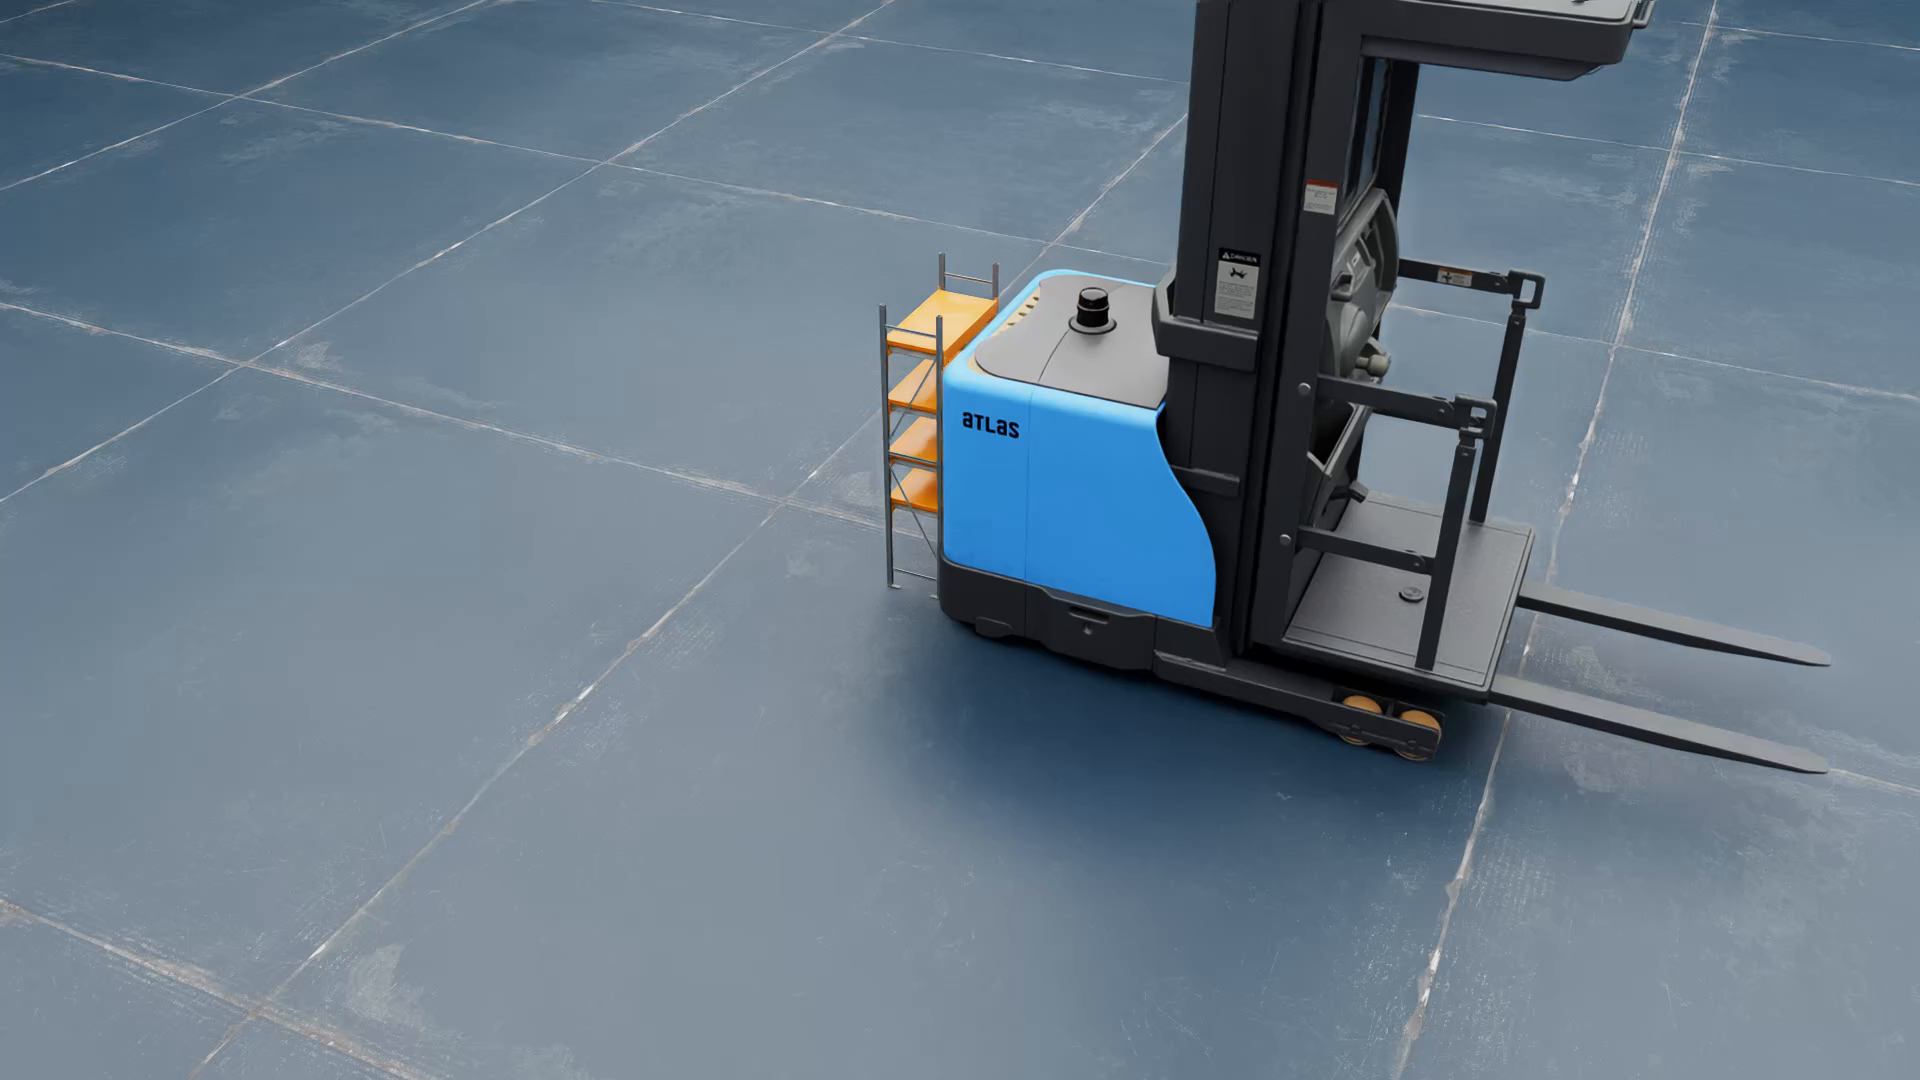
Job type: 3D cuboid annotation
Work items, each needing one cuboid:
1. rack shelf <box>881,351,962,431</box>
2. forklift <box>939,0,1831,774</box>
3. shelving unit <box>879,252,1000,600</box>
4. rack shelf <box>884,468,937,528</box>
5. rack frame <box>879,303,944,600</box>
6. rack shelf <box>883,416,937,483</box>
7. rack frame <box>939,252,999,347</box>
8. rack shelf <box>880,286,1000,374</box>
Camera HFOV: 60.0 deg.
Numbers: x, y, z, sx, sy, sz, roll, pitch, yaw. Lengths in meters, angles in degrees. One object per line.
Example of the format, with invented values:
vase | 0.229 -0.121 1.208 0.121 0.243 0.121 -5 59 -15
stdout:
rack shelf | -0.069 -0.550 6.209 0.258 0.148 0.480 14 36 20
forklift | 1.486 -0.815 5.319 3.031 2.935 1.130 14 36 20
shelving unit | -0.069 -0.419 6.295 0.258 1.200 0.503 14 36 20
rack shelf | -0.069 -0.197 6.441 0.258 0.148 0.480 14 36 20
rack frame | -0.171 -0.298 6.110 0.240 1.200 0.015 14 36 20
rack shelf | -0.069 -0.363 6.332 0.258 0.148 0.480 14 36 20
rack frame | 0.033 -0.541 6.481 0.240 1.200 0.015 14 36 20
rack shelf | -0.069 -0.748 6.080 0.258 0.148 0.480 14 36 20
